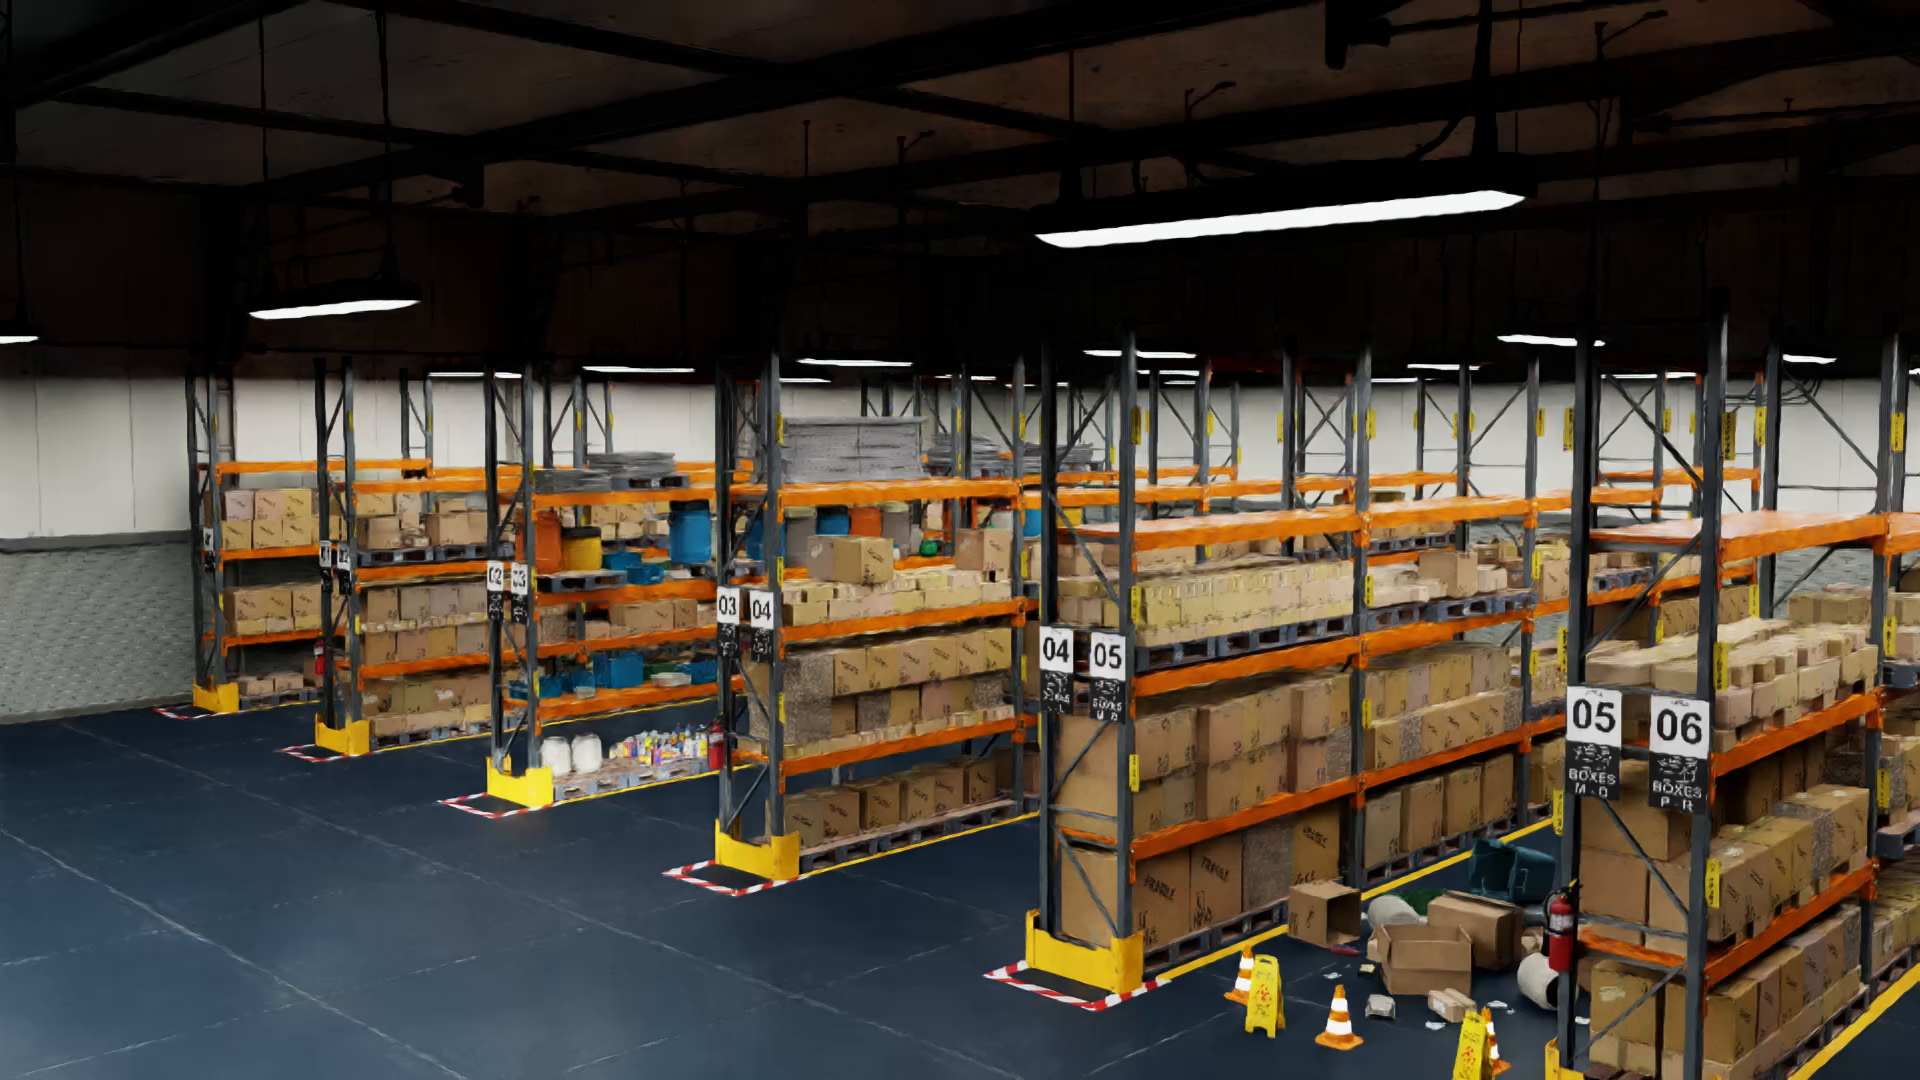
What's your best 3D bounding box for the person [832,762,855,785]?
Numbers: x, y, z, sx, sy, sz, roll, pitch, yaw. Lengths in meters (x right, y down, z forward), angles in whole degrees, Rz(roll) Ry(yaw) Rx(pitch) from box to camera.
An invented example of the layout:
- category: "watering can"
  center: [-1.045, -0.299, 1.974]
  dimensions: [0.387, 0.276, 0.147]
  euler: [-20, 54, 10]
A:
- category: "person"
  center: [-1.583, 2.666, 22.061]
  dimensions: [0.467, 1.599, 0.453]
  euler: [-1, 5, -14]
